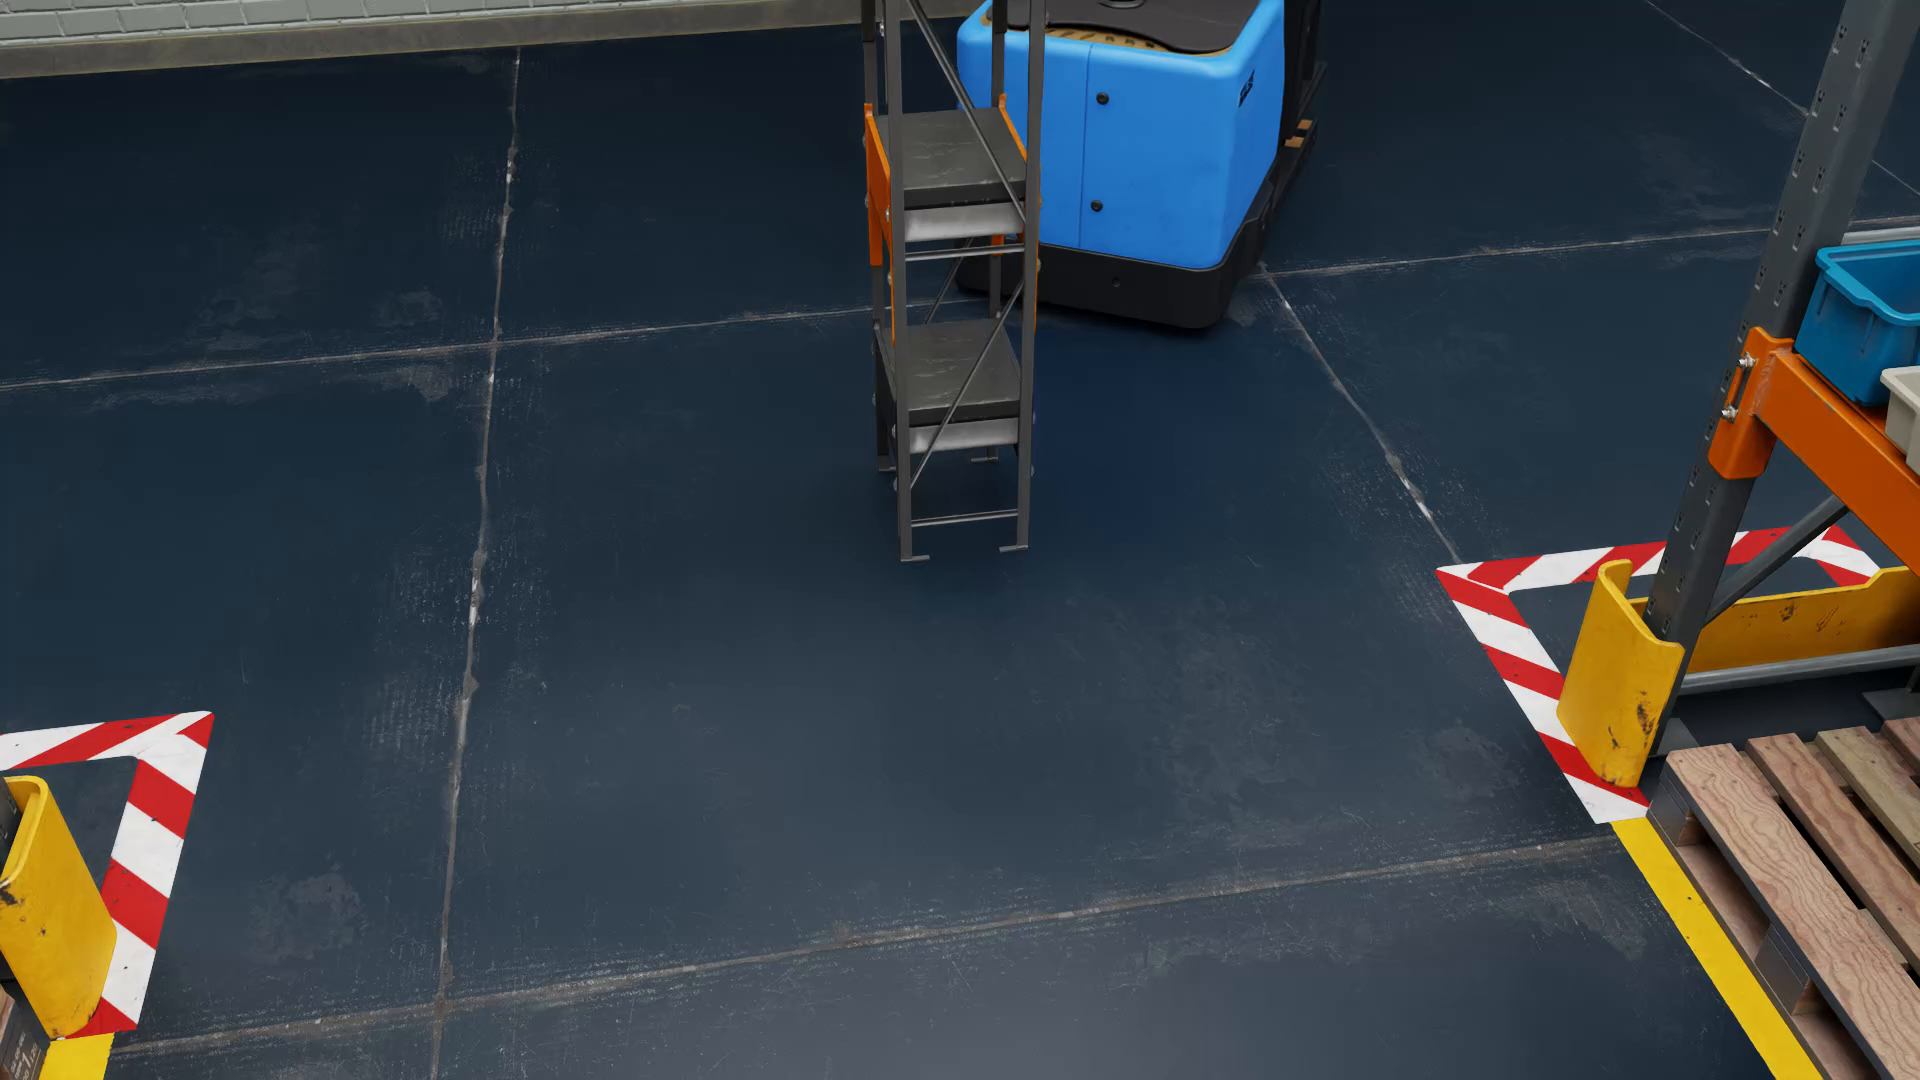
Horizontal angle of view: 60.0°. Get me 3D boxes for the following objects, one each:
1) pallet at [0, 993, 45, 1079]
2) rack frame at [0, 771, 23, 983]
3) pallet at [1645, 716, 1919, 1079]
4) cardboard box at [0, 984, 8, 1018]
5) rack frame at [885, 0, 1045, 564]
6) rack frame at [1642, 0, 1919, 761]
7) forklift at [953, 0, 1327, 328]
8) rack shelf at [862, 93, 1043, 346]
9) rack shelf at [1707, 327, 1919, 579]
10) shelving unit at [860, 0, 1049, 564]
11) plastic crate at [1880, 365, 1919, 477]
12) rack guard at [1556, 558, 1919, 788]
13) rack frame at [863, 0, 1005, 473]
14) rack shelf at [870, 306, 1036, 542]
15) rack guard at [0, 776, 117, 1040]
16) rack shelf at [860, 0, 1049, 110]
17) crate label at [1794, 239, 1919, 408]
[{"bbox_3d":[-2.452,1.485,3.167,1.003,0.211,1.213,-6,38,-8],"label":"pallet"},{"bbox_3d":[-2.606,-0.144,2.990,1.000,3.000,0.127,-6,38,-8],"label":"rack frame"},{"bbox_3d":[2.377,0.929,3.882,1.003,0.211,1.213,-6,38,-8],"label":"pallet"},{"bbox_3d":[-2.269,0.972,3.233,0.500,0.500,0.500,-6,38,-8],"label":"cardboard box"},{"bbox_3d":[0.014,-0.782,4.545,0.400,2.100,0.015,-6,38,-8],"label":"rack frame"},{"bbox_3d":[2.271,-0.674,3.673,1.000,3.000,0.127,-6,38,-8],"label":"rack frame"},{"bbox_3d":[0.964,-2.844,6.522,1.130,2.935,3.031,13,40,16],"label":"forklift"},{"bbox_3d":[-0.029,-0.918,4.743,0.431,0.518,0.480,-6,38,-8],"label":"rack shelf"},{"bbox_3d":[2.622,0.818,2.339,1.077,0.370,4.000,-6,38,-8],"label":"rack shelf"},{"bbox_3d":[-0.029,-0.929,4.735,0.431,2.100,0.503,-6,38,-8],"label":"shelving unit"},{"bbox_3d":[1.965,-0.207,3.237,0.250,0.136,0.298,-6,38,-8],"label":"plastic crate"},{"bbox_3d":[2.254,0.300,4.457,1.175,0.500,0.348,-6,38,-8],"label":"rack guard"},{"bbox_3d":[-0.072,-1.077,4.924,0.400,2.100,0.015,-6,38,-8],"label":"rack frame"},{"bbox_3d":[-0.029,-0.366,5.172,0.431,0.518,0.480,-6,38,-8],"label":"rack shelf"},{"bbox_3d":[-2.593,0.889,3.698,1.175,0.500,0.348,-6,38,-8],"label":"rack guard"},{"bbox_3d":[-0.029,-1.471,4.313,0.431,0.518,0.480,-6,38,-8],"label":"rack shelf"},{"bbox_3d":[1.990,-0.447,3.468,0.416,0.233,0.303,-6,38,-8],"label":"crate label"}]
